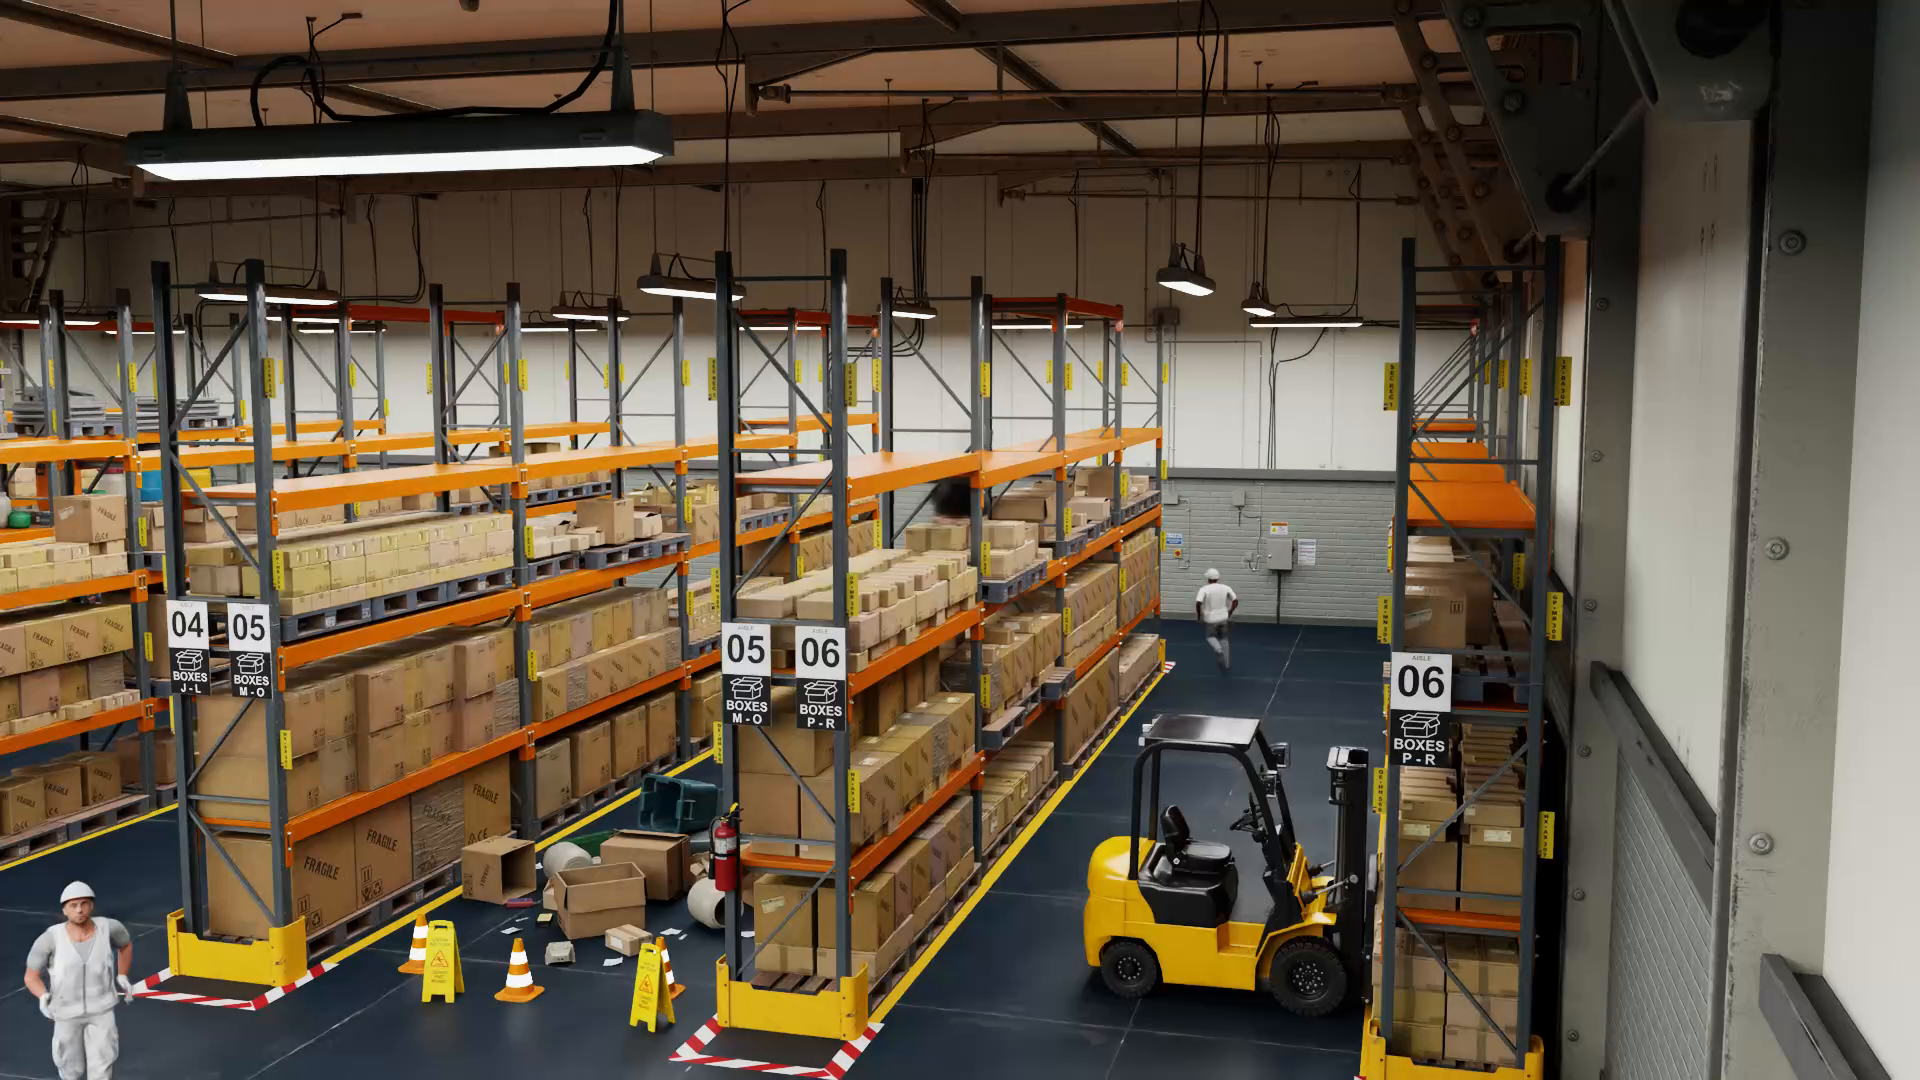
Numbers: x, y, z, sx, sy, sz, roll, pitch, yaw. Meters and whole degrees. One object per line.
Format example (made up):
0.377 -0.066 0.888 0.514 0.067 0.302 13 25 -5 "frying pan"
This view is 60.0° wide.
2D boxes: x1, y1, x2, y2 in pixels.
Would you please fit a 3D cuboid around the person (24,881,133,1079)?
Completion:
-5.823 3.129 11.050 0.657 1.773 0.889 -4 7 -33 "person"

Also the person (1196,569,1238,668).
4.341 1.329 28.310 0.762 1.702 0.537 -1 6 -7 "person"
